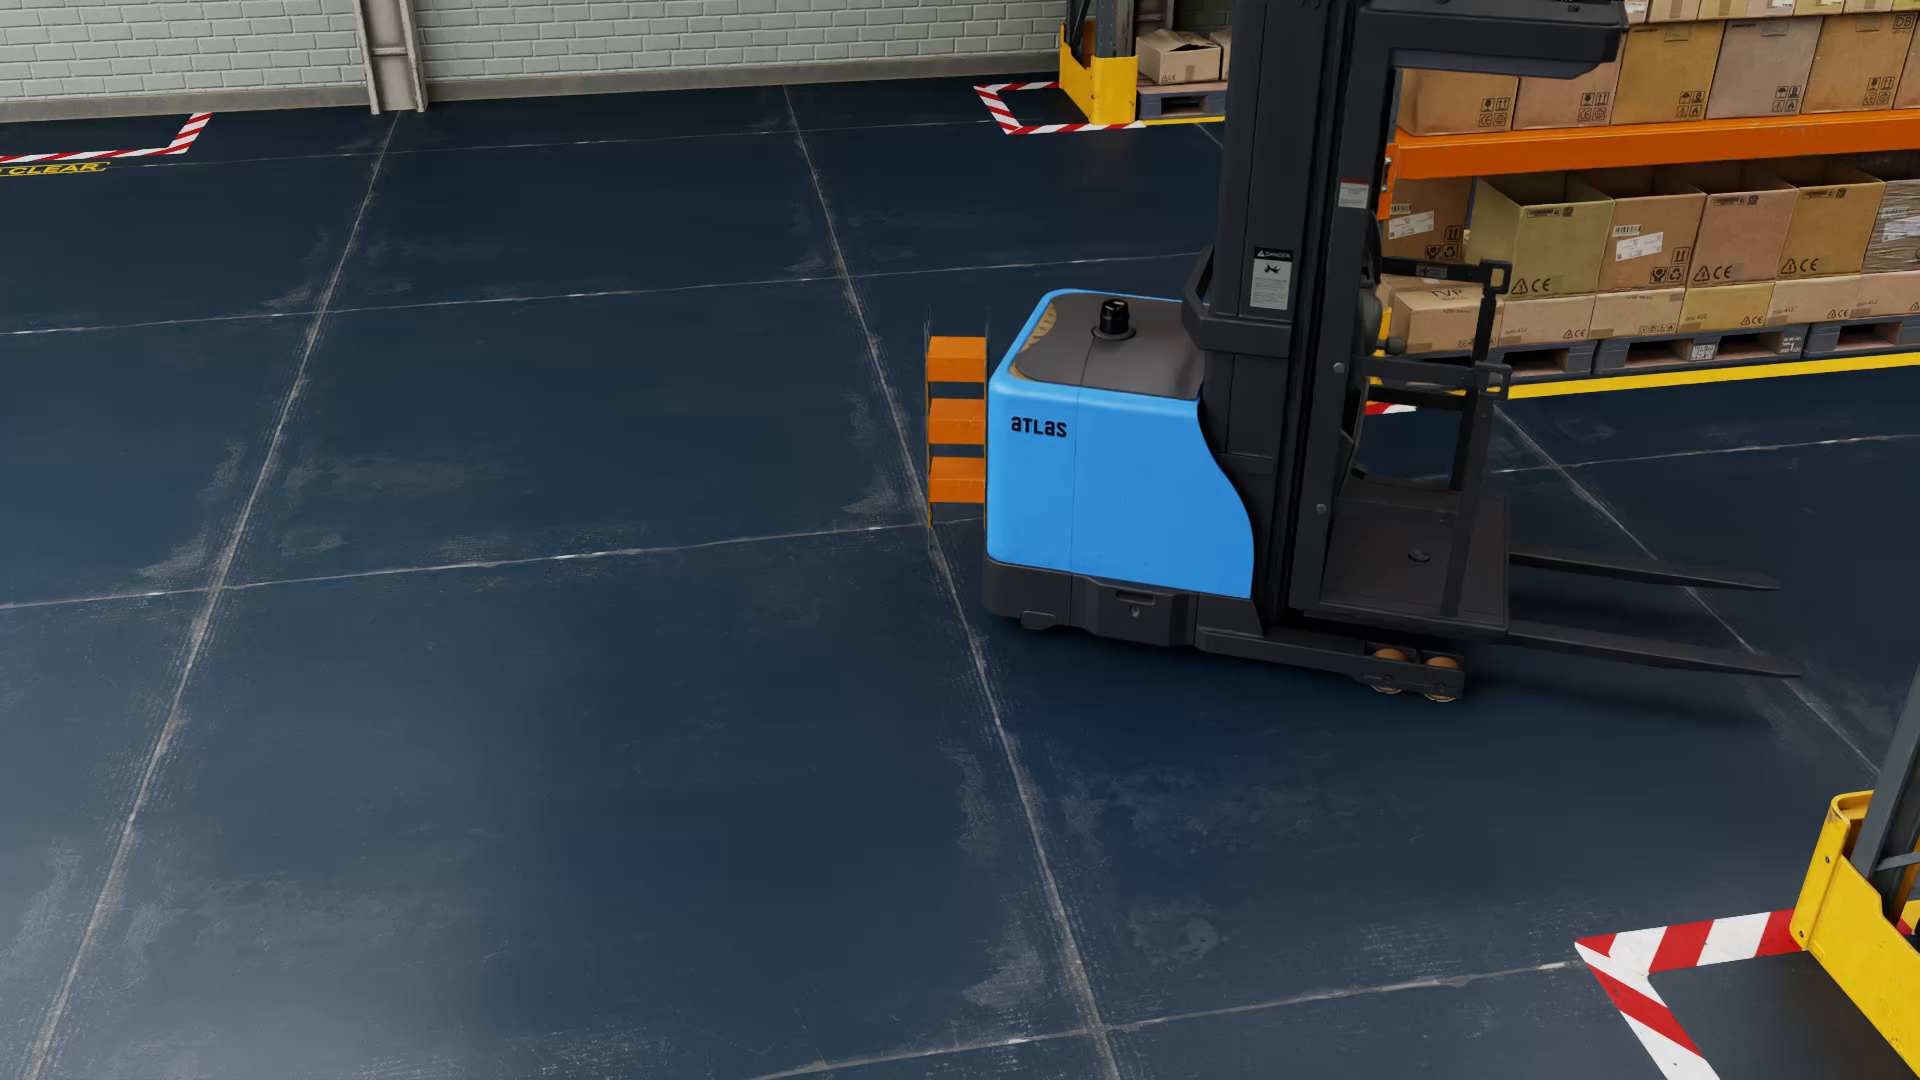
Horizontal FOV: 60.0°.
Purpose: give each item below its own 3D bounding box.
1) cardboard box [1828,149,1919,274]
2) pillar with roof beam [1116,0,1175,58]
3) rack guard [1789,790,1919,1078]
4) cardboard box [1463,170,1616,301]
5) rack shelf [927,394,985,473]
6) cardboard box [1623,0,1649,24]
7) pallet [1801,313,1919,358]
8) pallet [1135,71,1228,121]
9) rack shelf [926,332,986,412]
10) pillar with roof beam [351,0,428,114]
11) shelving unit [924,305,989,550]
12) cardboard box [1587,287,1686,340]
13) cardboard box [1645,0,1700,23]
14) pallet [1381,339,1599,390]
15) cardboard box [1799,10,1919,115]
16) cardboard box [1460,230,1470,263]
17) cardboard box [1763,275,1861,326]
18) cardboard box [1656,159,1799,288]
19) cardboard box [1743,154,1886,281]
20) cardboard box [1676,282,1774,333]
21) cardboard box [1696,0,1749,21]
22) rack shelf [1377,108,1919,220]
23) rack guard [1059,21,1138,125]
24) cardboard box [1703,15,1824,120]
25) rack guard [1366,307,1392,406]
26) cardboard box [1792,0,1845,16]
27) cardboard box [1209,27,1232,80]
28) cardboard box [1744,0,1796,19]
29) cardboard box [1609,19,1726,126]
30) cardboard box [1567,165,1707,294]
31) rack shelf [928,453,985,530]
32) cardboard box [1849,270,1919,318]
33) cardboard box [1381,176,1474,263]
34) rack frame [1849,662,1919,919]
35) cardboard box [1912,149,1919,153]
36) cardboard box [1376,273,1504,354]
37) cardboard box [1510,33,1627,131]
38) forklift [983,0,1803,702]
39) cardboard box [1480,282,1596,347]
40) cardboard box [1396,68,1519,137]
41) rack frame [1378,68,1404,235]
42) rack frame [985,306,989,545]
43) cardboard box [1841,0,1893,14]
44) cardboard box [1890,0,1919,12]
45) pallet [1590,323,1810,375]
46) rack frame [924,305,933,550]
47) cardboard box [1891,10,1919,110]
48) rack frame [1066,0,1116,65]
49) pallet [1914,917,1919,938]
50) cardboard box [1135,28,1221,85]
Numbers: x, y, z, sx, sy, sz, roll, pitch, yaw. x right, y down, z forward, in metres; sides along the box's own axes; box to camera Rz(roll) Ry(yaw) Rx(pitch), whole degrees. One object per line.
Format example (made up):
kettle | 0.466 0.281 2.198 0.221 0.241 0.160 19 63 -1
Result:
cardboard box | 4.914 -1.752 8.829 0.500 0.500 0.500 -5 31 -9
pillar with roof beam | 2.303 -5.663 8.003 0.400 9.000 9.100 -5 31 -9
rack guard | 2.845 1.258 4.617 0.348 0.500 1.175 -5 31 -9
cardboard box | 2.950 -1.563 8.507 0.500 0.500 0.500 -5 31 -9
rack shelf | -0.009 -0.449 6.998 0.240 0.259 0.215 1 30 3
cardboard box | 3.069 -2.580 7.939 0.250 0.149 0.380 -6 31 -10
pallet | 5.035 -1.370 9.372 1.213 0.211 1.003 -5 31 -9
pallet | 1.875 -3.590 13.147 1.213 0.211 1.003 -5 31 -9
rack shelf | -0.010 -0.694 6.854 0.240 0.259 0.215 1 30 3
pillar with roof beam | -3.599 -5.115 7.072 0.400 9.000 9.100 -5 31 -9
shelving unit | -0.009 -0.458 6.992 0.252 1.050 0.215 1 30 3
cardboard box | 3.441 -1.286 8.776 0.500 0.250 0.500 -5 31 -9
cardboard box | 3.331 -2.605 7.983 0.250 0.149 0.380 -6 31 -11
pallet | 2.635 -1.148 8.993 1.213 0.211 1.003 -5 31 -9
cardboard box | 4.378 -2.528 8.492 0.500 0.500 0.700 -5 31 -8
cardboard box | 2.855 -1.503 9.144 0.500 0.250 0.500 -5 31 -9
cardboard box | 4.426 -1.375 8.927 0.500 0.250 0.500 -5 31 -9
cardboard box | 3.934 -1.652 8.658 0.500 0.500 0.500 -5 31 -9
cardboard box | 4.423 -1.704 8.748 0.500 0.500 0.500 -5 31 -9
cardboard box | 3.934 -1.329 8.849 0.500 0.250 0.500 -5 31 -9
cardboard box | 3.582 -2.629 8.023 0.250 0.149 0.380 -6 31 -10
rack shelf | 3.858 -2.131 8.625 4.000 0.370 1.077 -5 31 -9
rack guard | 1.069 -3.658 12.978 0.348 0.500 1.175 -5 31 -9
cardboard box | 3.874 -2.481 8.411 0.500 0.500 0.700 -4 31 -7
rack guard | 1.867 -1.179 8.762 0.348 0.500 1.175 -5 31 -9
cardboard box | 4.086 -2.674 8.100 0.250 0.149 0.380 -4 31 -7
cardboard box | 2.252 -3.829 13.022 0.500 0.311 0.500 -3 31 -5
cardboard box | 3.828 -2.650 8.059 0.250 0.149 0.380 -5 31 -8
cardboard box | 3.357 -2.431 8.326 0.500 0.500 0.700 -5 31 -9
cardboard box | 3.439 -1.615 8.595 0.500 0.500 0.500 -5 31 -9
rack shelf | -0.007 -0.209 7.138 0.240 0.259 0.215 1 30 3
cardboard box | 4.915 -1.428 9.017 0.500 0.250 0.500 -5 31 -9
cardboard box | 2.365 -1.775 8.868 0.500 0.500 0.500 -5 31 -9
rack frame | 2.779 0.211 3.932 0.127 3.000 1.000 -5 31 -9
cardboard box | 5.313 -2.057 9.347 0.500 0.500 0.500 -5 31 -9
cardboard box | 2.458 -1.193 8.618 0.500 0.250 0.500 -5 31 -9
cardboard box | 2.868 -2.389 8.254 0.500 0.500 0.700 -5 31 -8
forklift | 1.668 -0.958 5.988 3.031 2.935 1.130 8 31 14
cardboard box | 2.949 -1.240 8.698 0.500 0.250 0.500 -5 31 -9
cardboard box | 2.352 -2.338 8.169 0.500 0.500 0.700 -5 31 -9
rack frame | 1.891 -2.259 8.132 0.127 3.000 1.000 -5 31 -9
rack frame | 0.113 -0.455 6.986 0.008 1.050 0.200 1 30 3
cardboard box | 4.347 -2.700 8.144 0.250 0.149 0.380 -4 31 -7
cardboard box | 4.595 -2.723 8.183 0.250 0.149 0.380 -5 31 -9
pallet | 3.833 -1.257 9.180 1.213 0.211 1.003 -5 31 -9
rack frame | -0.130 -0.461 6.999 0.008 1.050 0.200 1 30 3
cardboard box | 4.872 -2.572 8.566 0.500 0.500 0.700 -6 31 -9
rack frame | 0.995 -4.728 12.332 0.127 3.000 1.000 -5 31 -9
pallet | 3.645 1.311 4.812 1.213 0.211 1.003 -5 31 -9
cardboard box | 1.691 -3.777 12.933 0.500 0.311 0.500 -9 32 -15
